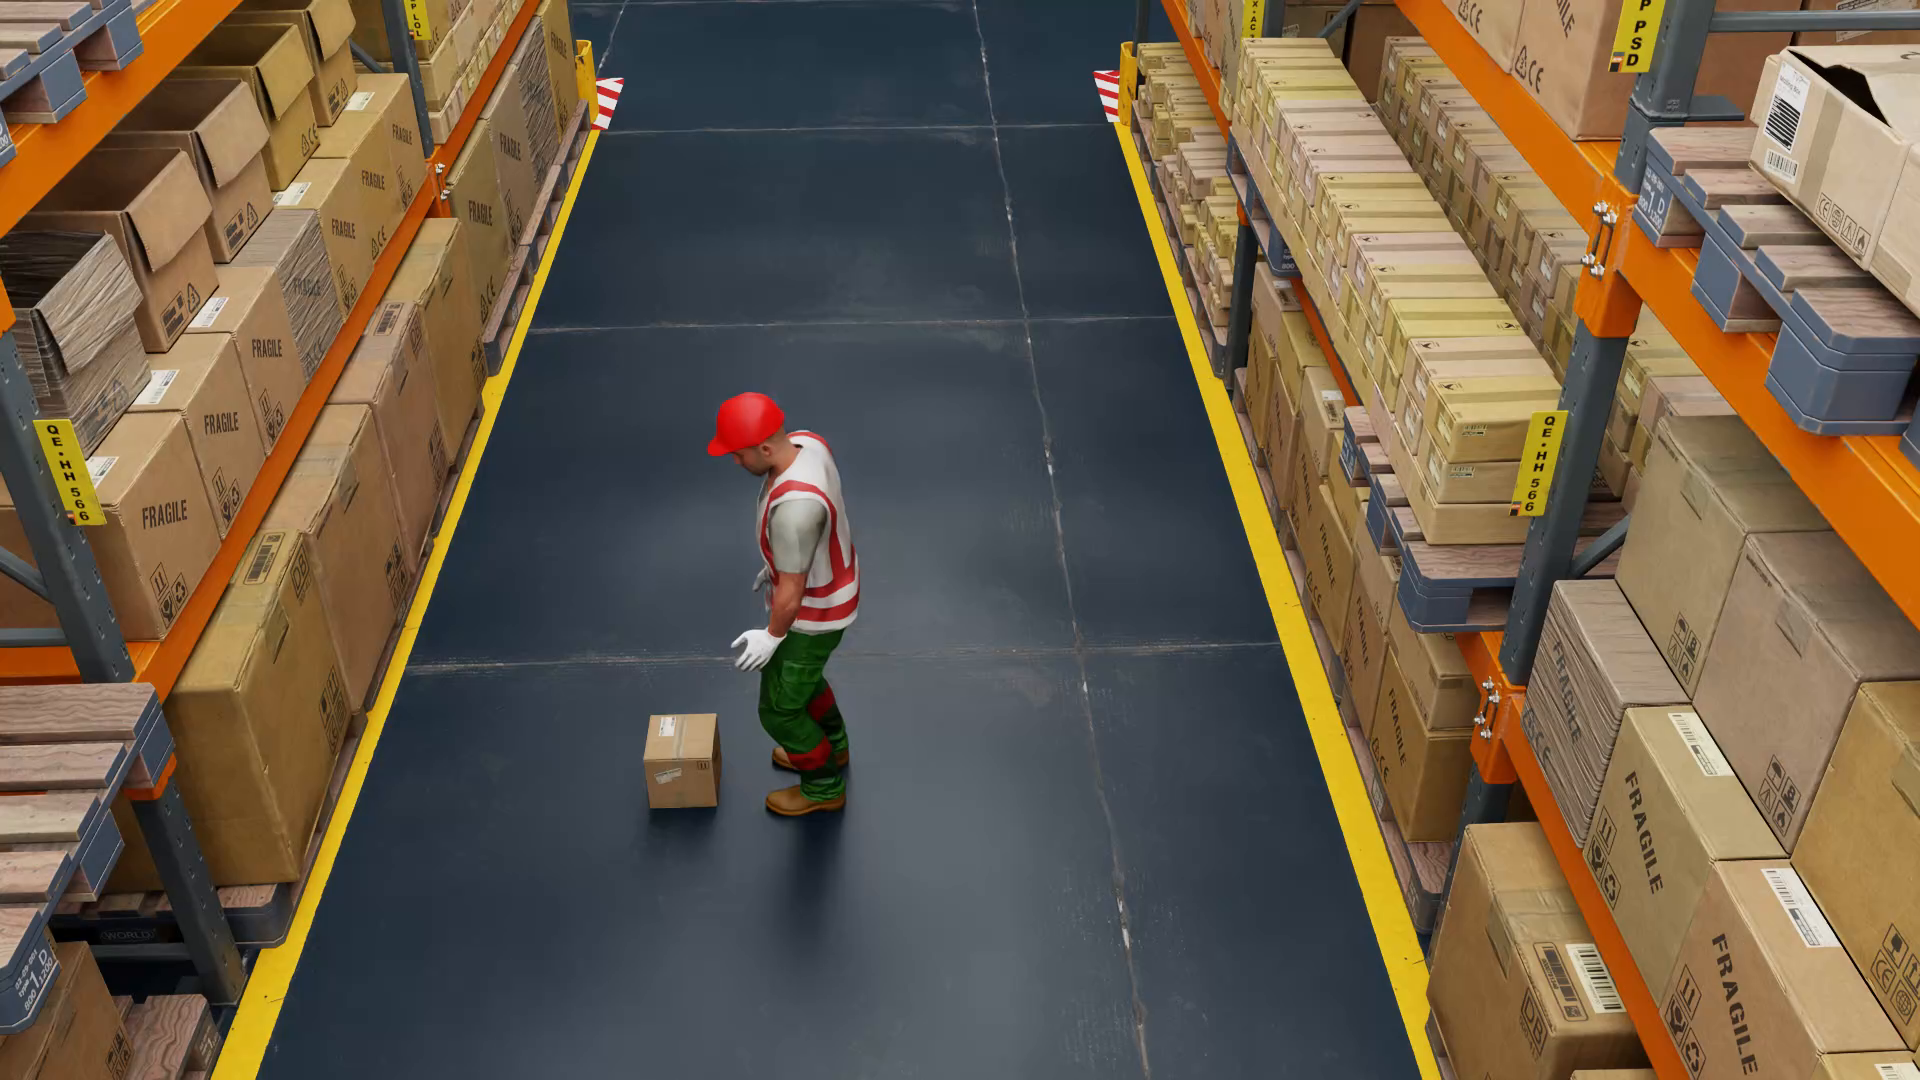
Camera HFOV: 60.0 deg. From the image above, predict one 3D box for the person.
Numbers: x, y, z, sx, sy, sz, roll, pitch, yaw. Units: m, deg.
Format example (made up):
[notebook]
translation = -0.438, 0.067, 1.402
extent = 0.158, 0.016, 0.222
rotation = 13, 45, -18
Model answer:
[person]
translation = -0.588, 0.239, 5.840
extent = 0.477, 1.724, 0.547
rotation = -1, 35, -1
